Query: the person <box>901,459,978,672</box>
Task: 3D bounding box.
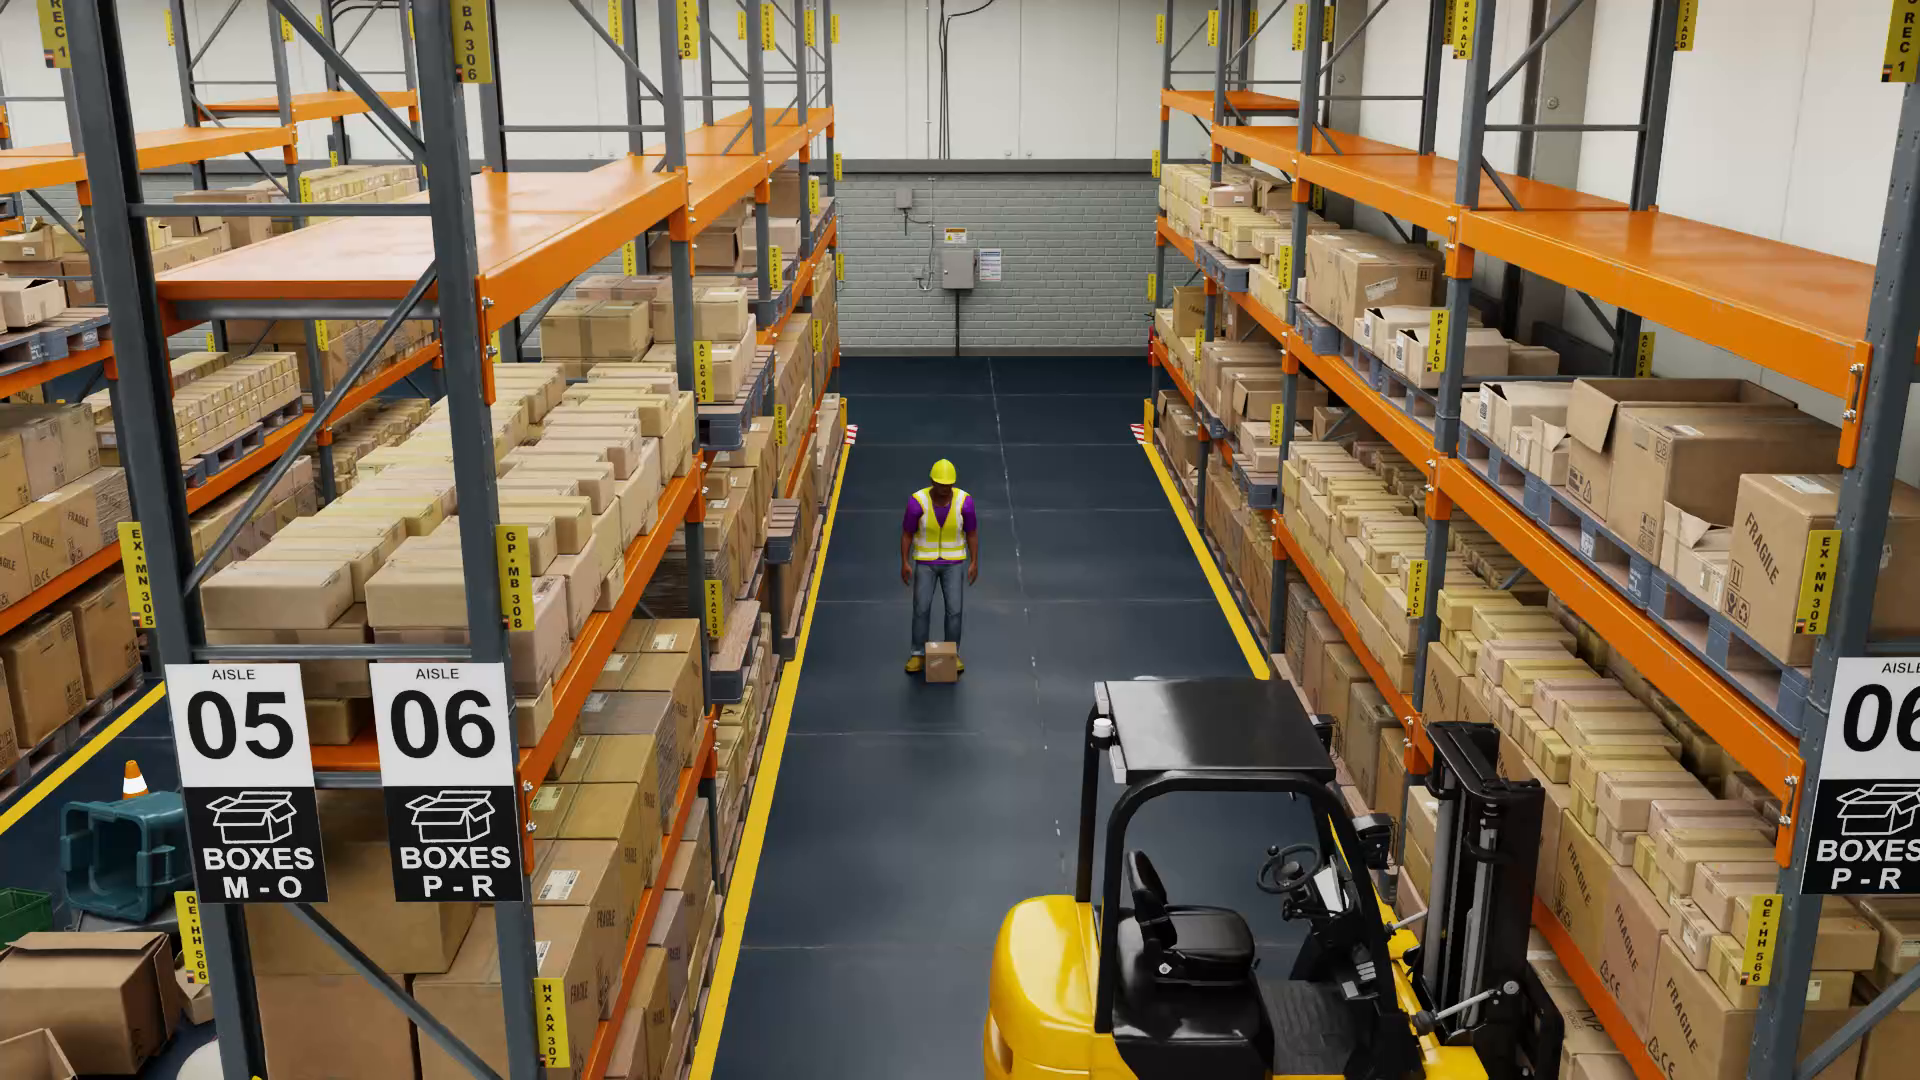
[{"bbox_3d":[-0.164,0.195,13.379,0.629,1.759,0.461,-1,17,-4],"label":"person"}]
